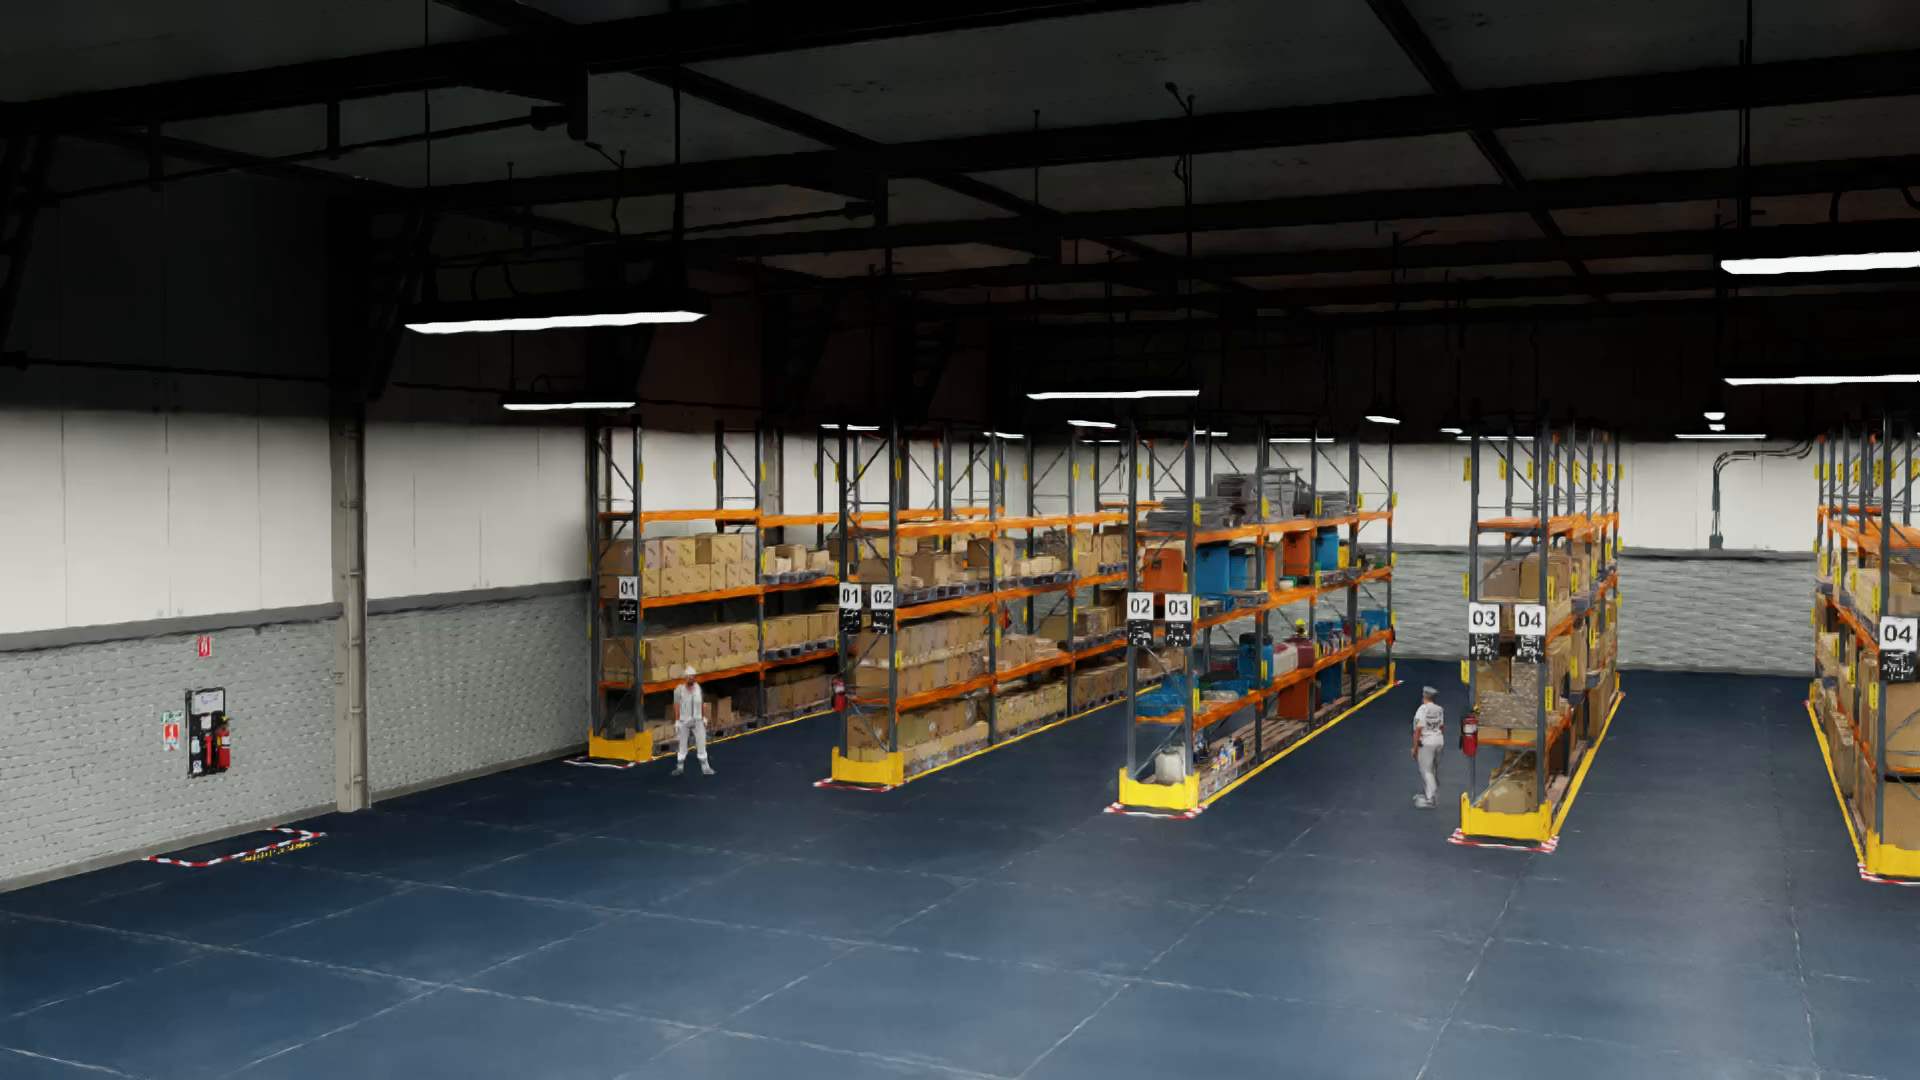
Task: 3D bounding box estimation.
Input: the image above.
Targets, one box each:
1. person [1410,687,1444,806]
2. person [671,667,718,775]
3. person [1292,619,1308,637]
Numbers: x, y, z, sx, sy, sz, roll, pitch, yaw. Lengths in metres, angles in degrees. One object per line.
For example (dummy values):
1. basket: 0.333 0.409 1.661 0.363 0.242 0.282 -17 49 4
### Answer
1. person: 7.019 3.086 24.998 0.623 1.754 0.555 -2 3 -37
2. person: -4.394 2.971 27.335 0.711 1.784 0.534 -1 3 -27
3. person: 7.610 2.620 37.125 0.955 1.723 0.620 -2 3 -41
